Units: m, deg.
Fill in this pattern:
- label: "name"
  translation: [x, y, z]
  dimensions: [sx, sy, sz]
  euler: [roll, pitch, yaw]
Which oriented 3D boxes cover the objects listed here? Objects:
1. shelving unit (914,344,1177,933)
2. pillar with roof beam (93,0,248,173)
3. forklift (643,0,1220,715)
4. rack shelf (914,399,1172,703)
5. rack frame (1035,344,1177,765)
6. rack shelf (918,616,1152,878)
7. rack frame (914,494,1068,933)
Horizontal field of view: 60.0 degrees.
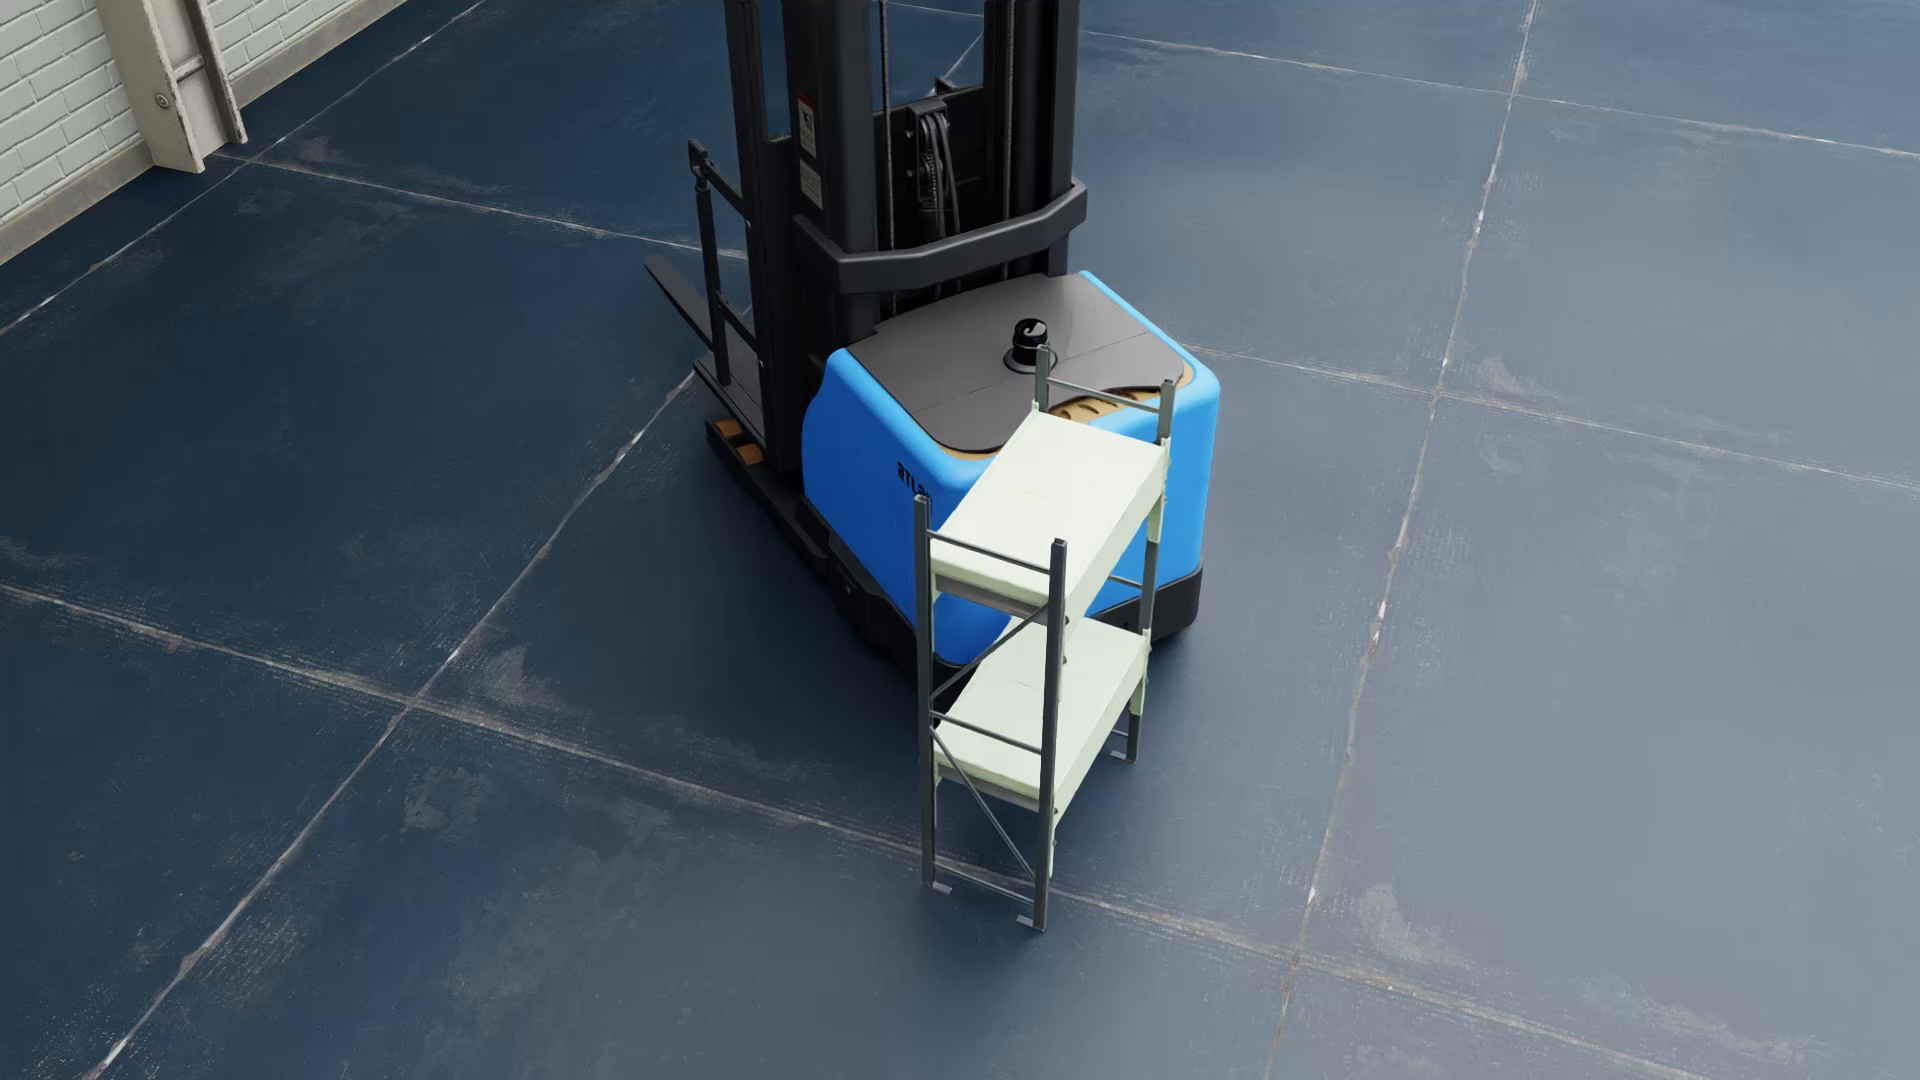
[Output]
- label: "shelving unit"
  translation: [0.232, 0.309, 4.732]
  dimensions: [0.431, 1.500, 0.755]
  euler: [18, 44, 20]
- label: "pillar with roof beam"
  translation: [0.109, -4.480, 4.567]
  dimensions: [9.100, 9.000, 0.400]
  euler: [13, 42, 15]
- label: "forklift"
  translation: [-0.348, -1.464, 5.707]
  dimensions: [1.130, 2.935, 3.031]
  euler: [-21, 45, -23]
- label: "rack shelf"
  translation: [0.232, 0.012, 4.479]
  dimensions: [0.431, 0.370, 0.720]
  euler: [18, 44, 20]
- label: "rack frame"
  translation: [0.394, 0.096, 4.982]
  dimensions: [0.400, 1.500, 0.023]
  euler: [18, 44, 20]
- label: "rack shelf"
  translation: [0.232, 0.557, 4.944]
  dimensions: [0.431, 0.370, 0.720]
  euler: [18, 44, 20]
- label: "rack frame"
  translation: [0.071, 0.522, 4.483]
  dimensions: [0.400, 1.500, 0.023]
  euler: [18, 44, 20]
